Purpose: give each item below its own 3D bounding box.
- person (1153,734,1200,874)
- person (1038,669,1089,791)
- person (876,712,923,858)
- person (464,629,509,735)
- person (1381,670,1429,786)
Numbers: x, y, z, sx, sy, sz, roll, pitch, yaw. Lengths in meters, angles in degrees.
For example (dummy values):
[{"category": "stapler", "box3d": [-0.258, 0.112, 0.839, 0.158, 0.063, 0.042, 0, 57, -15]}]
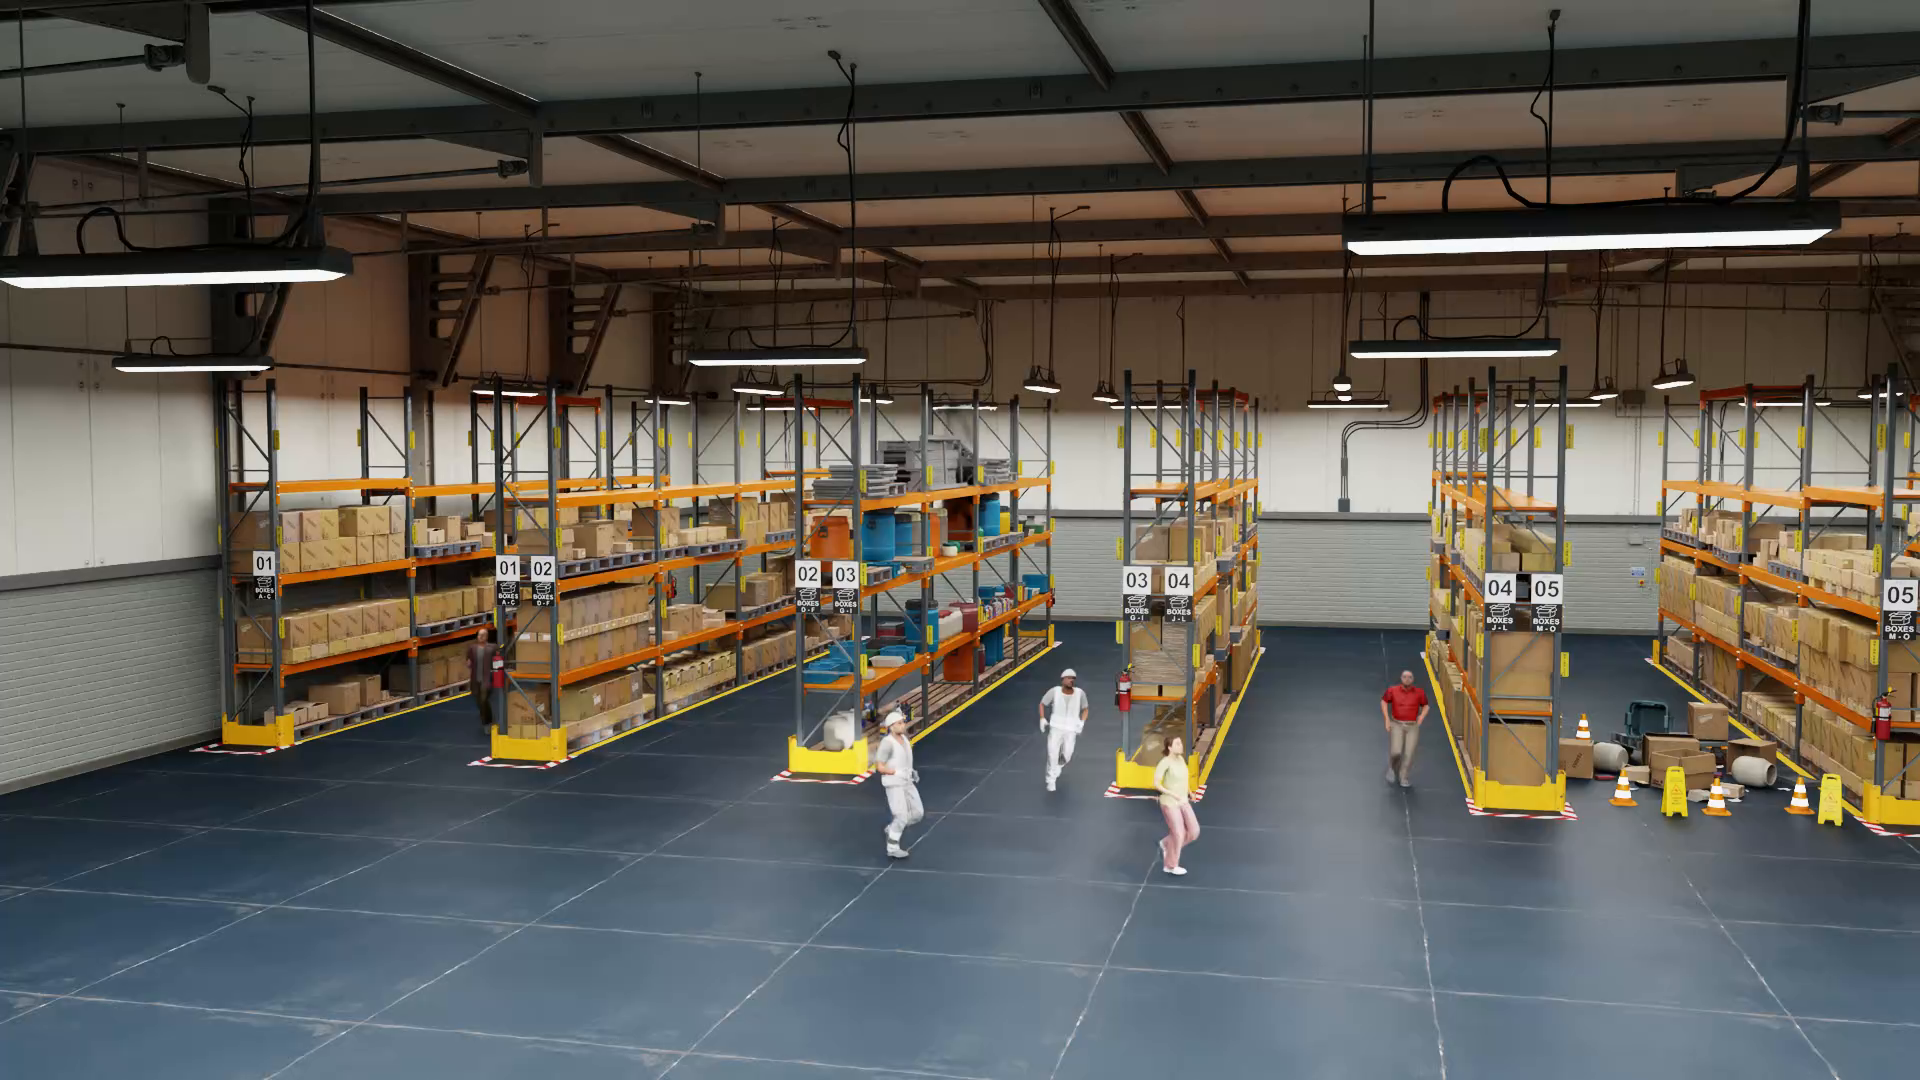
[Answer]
[{"category": "person", "box3d": [2.465, 3.036, 19.142, 0.558, 1.624, 0.533, -3, 5, -43]}, {"category": "person", "box3d": [1.491, 2.715, 23.997, 0.734, 1.735, 0.622, 0, 3, -1]}, {"category": "person", "box3d": [-0.704, 2.931, 19.901, 0.598, 1.740, 0.648, 2, 4, 35]}, {"category": "person", "box3d": [-8.138, 2.423, 28.375, 0.688, 1.814, 0.754, 1, 3, 10]}, {"category": "person", "box3d": [6.440, 2.718, 24.009, 0.669, 1.691, 0.579, 0, 3, 8]}]
